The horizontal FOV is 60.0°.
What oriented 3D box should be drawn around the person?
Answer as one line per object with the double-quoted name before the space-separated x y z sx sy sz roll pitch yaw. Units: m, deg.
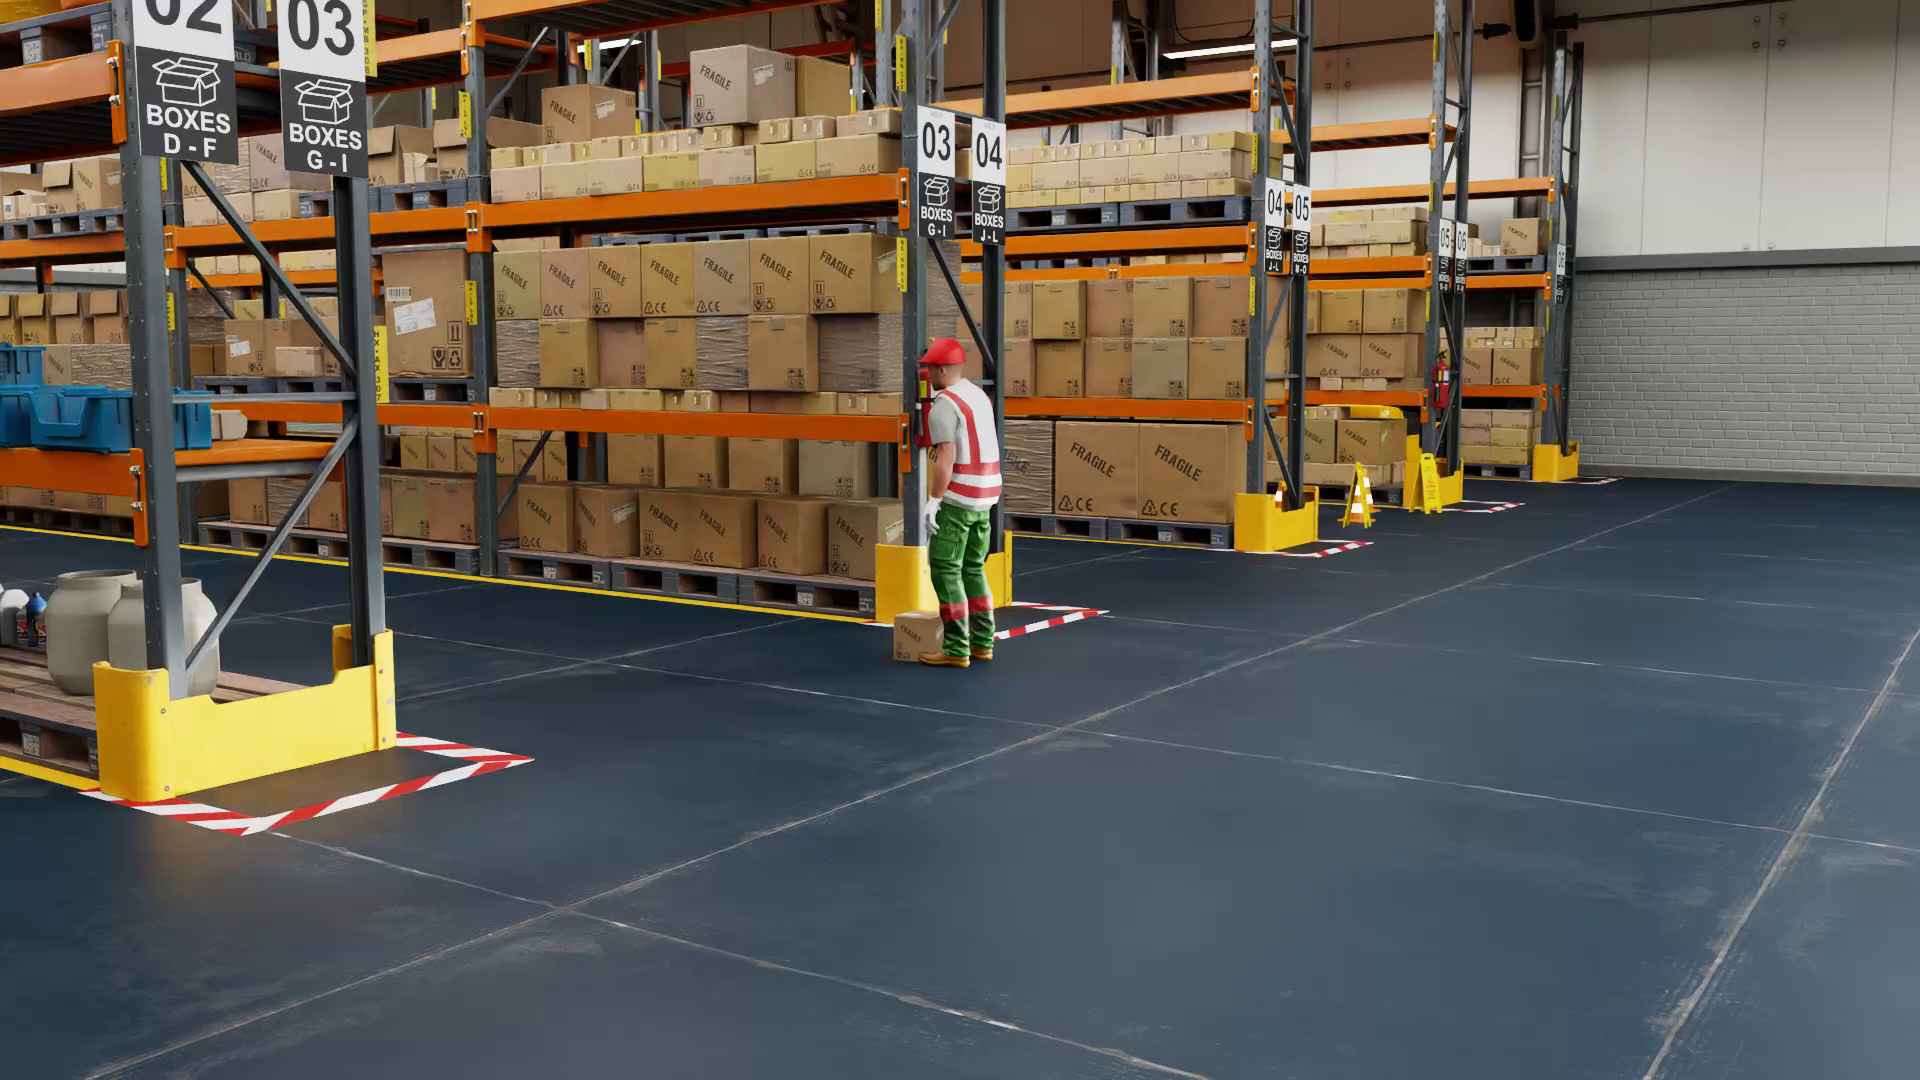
"person" -0.014 -0.208 9.065 0.451 1.777 0.610 4 7 30
